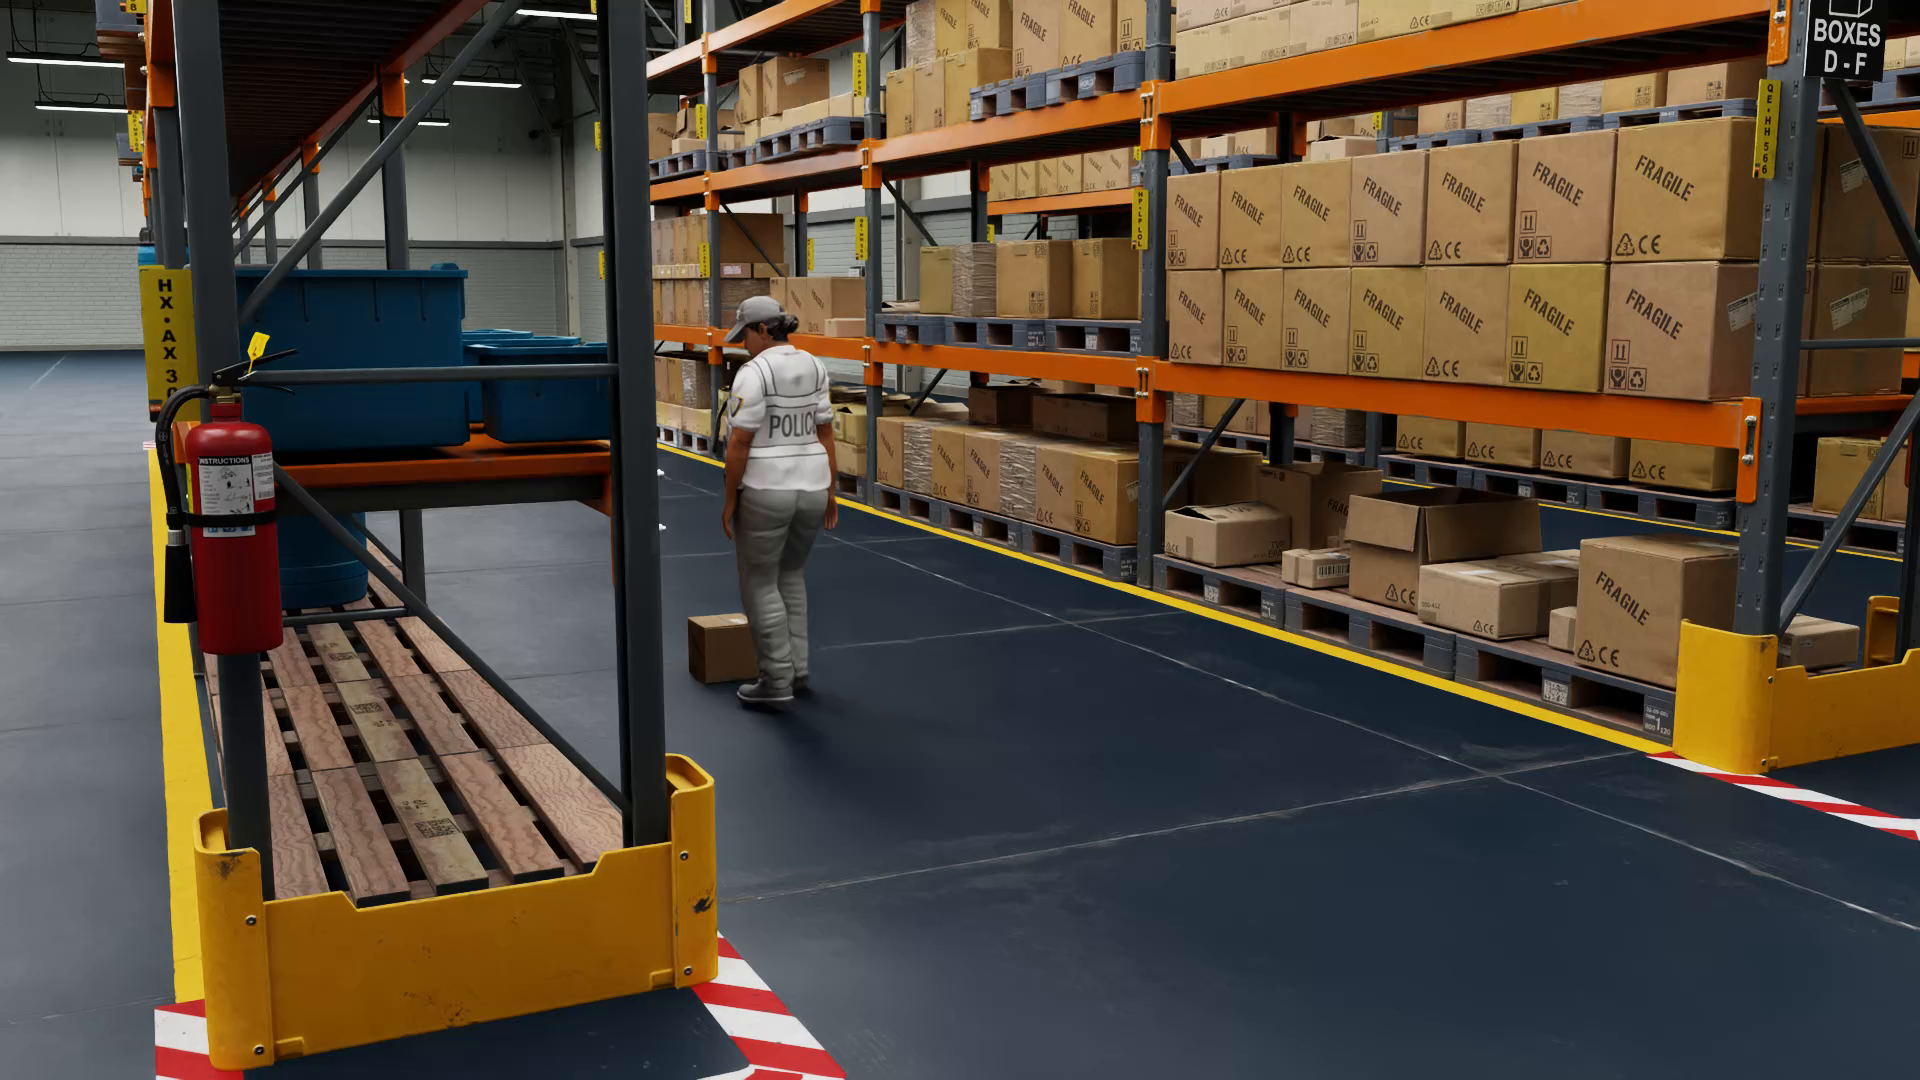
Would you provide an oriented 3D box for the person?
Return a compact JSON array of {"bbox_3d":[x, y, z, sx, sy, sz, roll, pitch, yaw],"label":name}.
[{"bbox_3d":[-0.760,-0.133,6.801,0.423,1.714,0.529,8,12,42],"label":"person"}]
